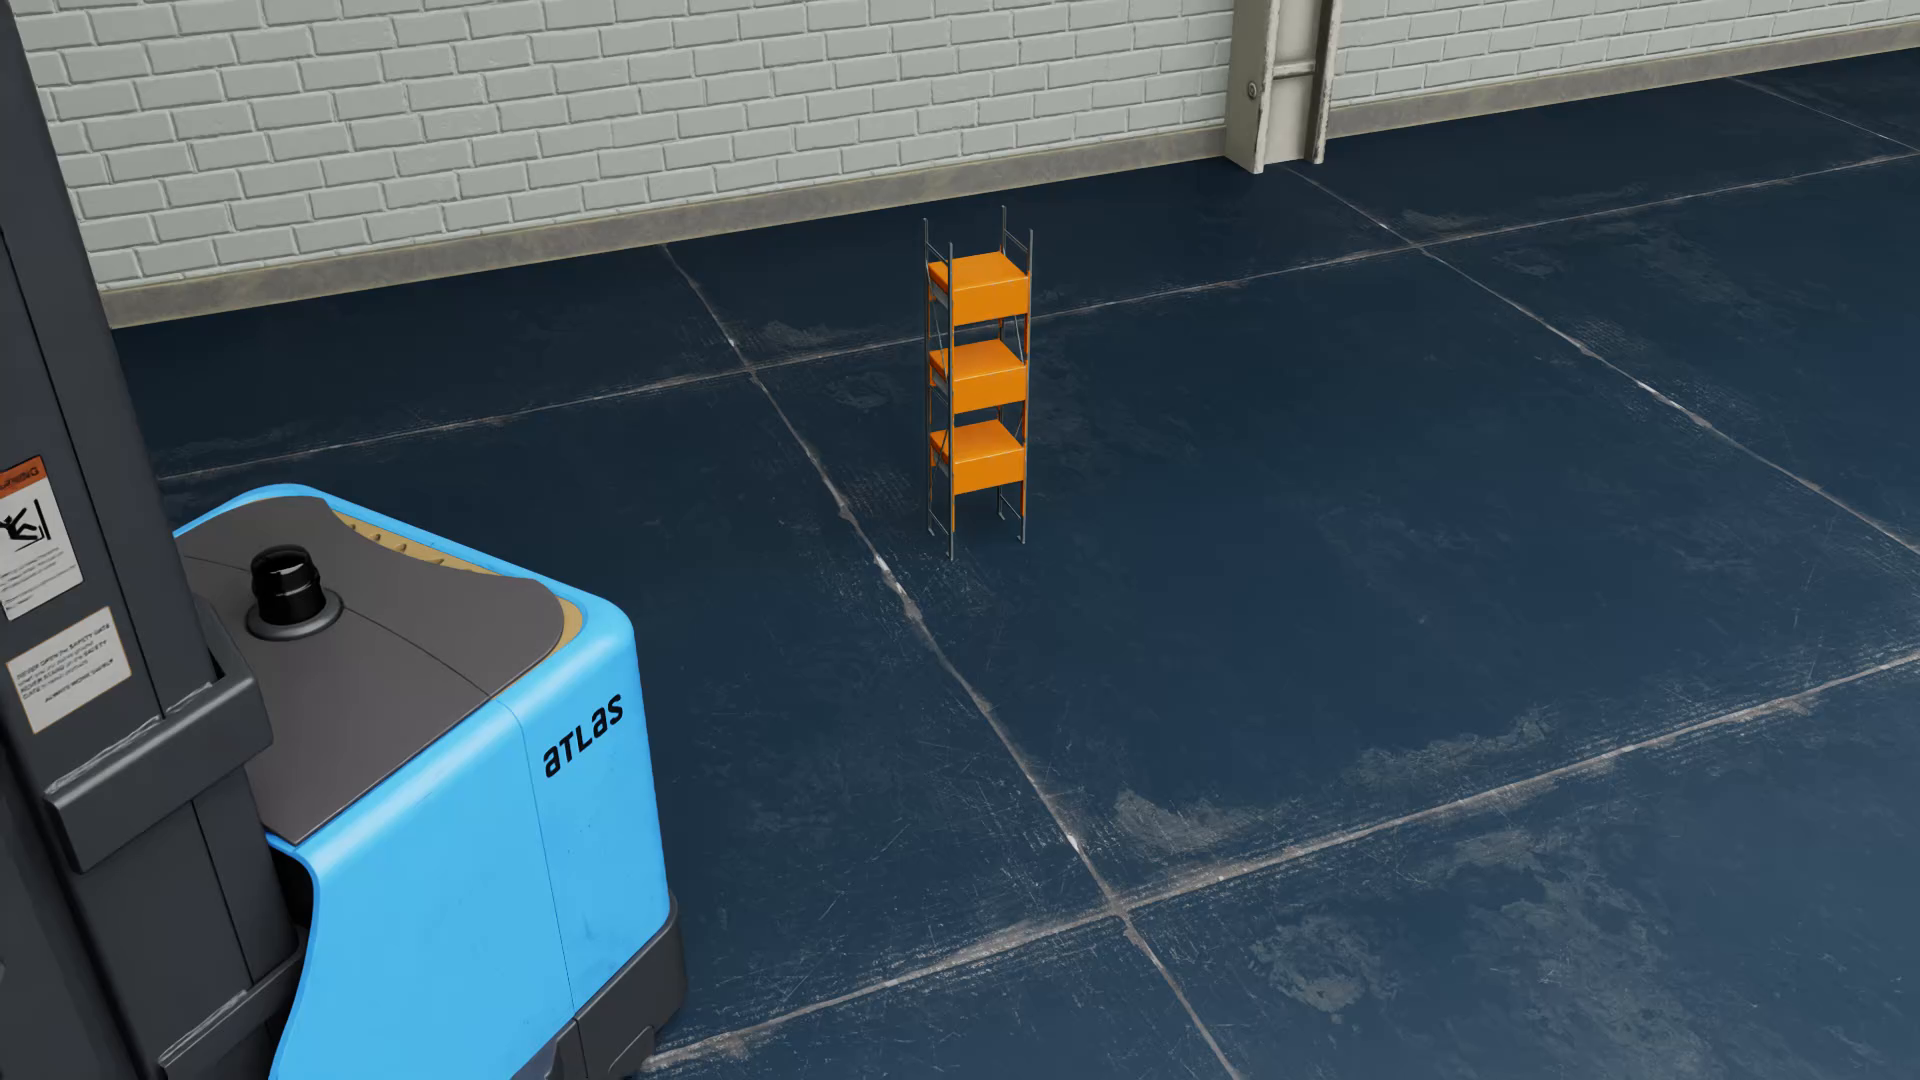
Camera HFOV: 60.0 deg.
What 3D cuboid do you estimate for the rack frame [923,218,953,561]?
[{"bbox_3d":[-0.063,-0.426,4.941,0.008,1.050,0.200,-13,35,-19],"label":"rack frame"}]

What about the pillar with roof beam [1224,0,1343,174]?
[{"bbox_3d":[3.190,-3.473,2.337,0.400,9.000,9.100,-13,35,-19],"label":"pillar with roof beam"}]

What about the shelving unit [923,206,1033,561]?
[{"bbox_3d":[0.049,-0.451,4.981,0.252,1.050,0.215,-13,35,-19],"label":"shelving unit"}]

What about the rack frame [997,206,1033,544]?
[{"bbox_3d":[0.162,-0.477,5.021,0.008,1.050,0.200,-13,35,-19],"label":"rack frame"}]

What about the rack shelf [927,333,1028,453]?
[{"bbox_3d":[0.049,-0.442,4.987,0.240,0.259,0.215,-13,35,-19],"label":"rack shelf"}]

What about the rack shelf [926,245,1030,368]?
[{"bbox_3d":[0.049,-0.680,4.832,0.240,0.259,0.215,-13,35,-19],"label":"rack shelf"}]

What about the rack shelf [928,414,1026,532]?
[{"bbox_3d":[0.049,-0.210,5.138,0.240,0.259,0.215,-13,35,-19],"label":"rack shelf"}]

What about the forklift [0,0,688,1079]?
[{"bbox_3d":[-1.776,0.356,2.015,1.130,2.935,3.031,18,37,25],"label":"forklift"}]
